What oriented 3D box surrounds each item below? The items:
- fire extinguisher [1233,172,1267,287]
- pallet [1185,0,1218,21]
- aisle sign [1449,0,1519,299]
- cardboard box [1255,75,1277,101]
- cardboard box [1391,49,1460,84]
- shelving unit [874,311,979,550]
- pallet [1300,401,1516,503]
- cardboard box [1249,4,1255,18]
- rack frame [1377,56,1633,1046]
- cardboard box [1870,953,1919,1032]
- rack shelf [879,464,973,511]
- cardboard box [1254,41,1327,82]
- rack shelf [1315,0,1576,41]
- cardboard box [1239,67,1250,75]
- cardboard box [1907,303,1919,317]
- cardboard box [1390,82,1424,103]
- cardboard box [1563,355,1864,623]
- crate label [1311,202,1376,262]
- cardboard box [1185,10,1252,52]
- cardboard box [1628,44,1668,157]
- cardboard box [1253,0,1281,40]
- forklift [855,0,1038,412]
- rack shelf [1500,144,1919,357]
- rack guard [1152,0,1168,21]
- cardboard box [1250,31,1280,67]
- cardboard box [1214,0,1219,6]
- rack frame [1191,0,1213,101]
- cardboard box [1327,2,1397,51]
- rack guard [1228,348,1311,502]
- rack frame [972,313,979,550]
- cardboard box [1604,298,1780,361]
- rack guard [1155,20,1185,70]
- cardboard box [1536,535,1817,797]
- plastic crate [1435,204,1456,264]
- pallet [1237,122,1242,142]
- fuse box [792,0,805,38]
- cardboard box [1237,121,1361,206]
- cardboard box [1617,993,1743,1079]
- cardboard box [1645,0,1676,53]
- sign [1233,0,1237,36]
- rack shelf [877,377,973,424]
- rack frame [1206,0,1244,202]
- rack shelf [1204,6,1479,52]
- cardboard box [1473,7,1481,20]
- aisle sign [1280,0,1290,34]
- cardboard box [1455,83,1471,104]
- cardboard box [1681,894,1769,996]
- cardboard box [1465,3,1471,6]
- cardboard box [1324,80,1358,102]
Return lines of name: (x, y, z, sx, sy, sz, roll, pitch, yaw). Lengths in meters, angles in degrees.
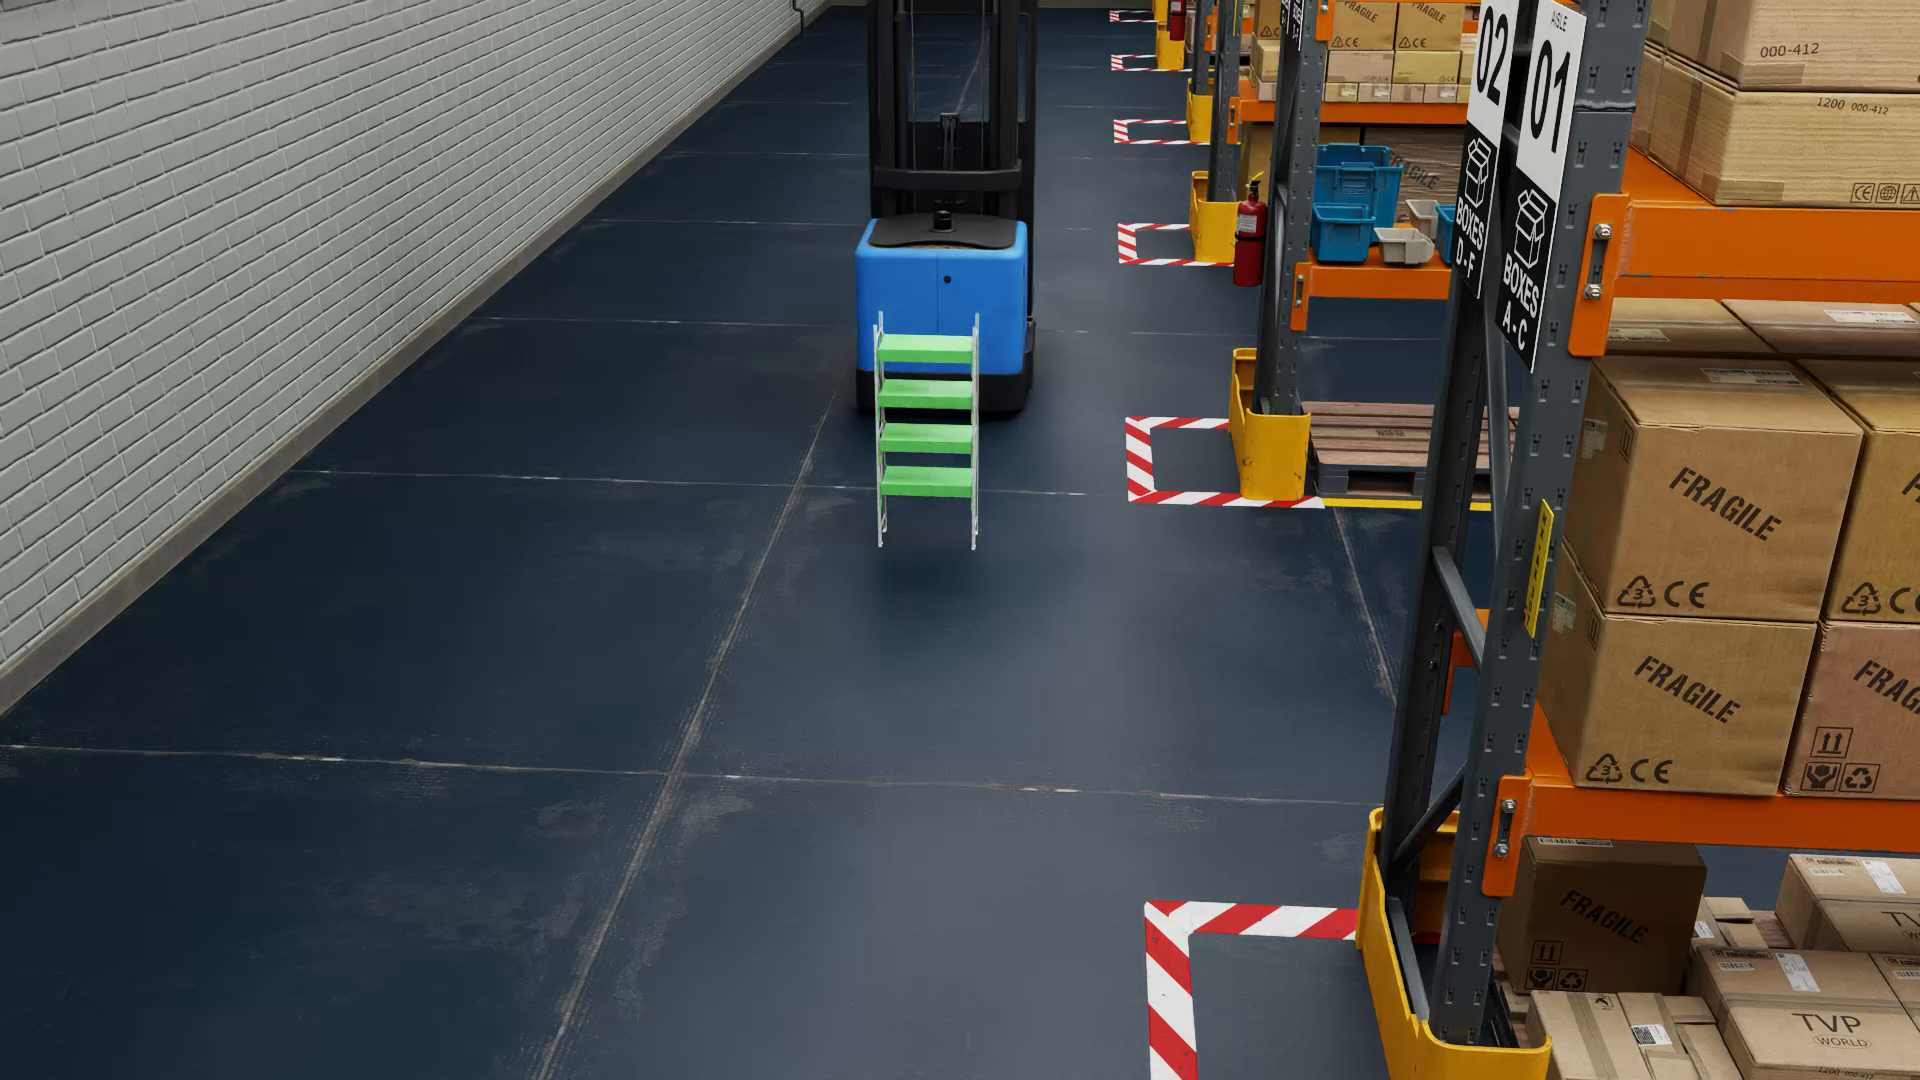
fire extinguisher: (1.690, -1.818, 9.651, 0.183, 0.674, 0.296, 2, 25, 4)
pallet: (4.190, -8.797, 27.616, 1.213, 0.211, 1.003, 2, 25, 4)
aisle sign: (1.378, -1.075, 4.387, 0.004, 0.787, 0.394, 2, 25, 4)
cardboard box: (2.513, -3.629, 13.350, 0.250, 0.149, 0.380, 2, 25, 5)
cardboard box: (3.662, -3.800, 13.244, 0.500, 0.250, 0.500, 1, 25, 2)
shelving unit: (-0.165, -0.550, 8.511, 0.503, 1.200, 0.258, 2, 25, 4)
pallet: (2.625, -0.519, 9.625, 1.213, 0.211, 1.003, 2, 25, 4)
cardboard box: (3.220, -5.704, 17.859, 0.250, 0.149, 0.380, 3, 25, 6)
rack frame: (1.423, 0.236, 4.648, 0.127, 3.000, 1.000, 2, 25, 4)
cardboard box: (2.940, 1.453, 4.767, 0.500, 0.250, 0.500, 2, 25, 4)
rack shelf: (-0.165, -0.274, 8.638, 0.480, 0.148, 0.258, 2, 25, 4)
cardboard box: (2.643, -3.832, 13.312, 0.500, 0.250, 0.500, 1, 25, 3)
rack shelf: (3.800, -2.800, 8.519, 4.000, 0.370, 1.077, 2, 25, 4)
cardboard box: (3.212, -5.211, 18.683, 0.250, 0.149, 0.380, 2, 25, 5)
cardboard box: (2.908, -0.333, 4.570, 0.500, 0.500, 0.500, 3, 25, 5)
cardboard box: (3.538, -3.597, 13.280, 0.250, 0.149, 0.380, 1, 25, 3)
cardboard box: (1.845, -0.139, 4.148, 0.500, 0.500, 0.500, 3, 25, 6)
crate label: (2.026, -1.634, 8.842, 0.303, 0.233, 0.416, 2, 25, 4)
cardboard box: (3.609, -7.070, 23.089, 0.875, 0.438, 0.875, 1, 25, 2)
cardboard box: (1.955, -1.152, 4.255, 0.500, 0.250, 0.500, 2, 25, 4)
cardboard box: (2.691, -4.394, 13.637, 0.500, 0.500, 0.500, 2, 25, 5)
forklift: (-0.035, -2.704, 11.121, 1.130, 2.935, 3.031, 2, 25, 3)
rack shelf: (3.417, -0.736, 4.032, 4.000, 0.370, 1.077, 2, 25, 4)
rack guard: (3.395, -8.954, 27.610, 0.348, 0.500, 1.175, 2, 25, 4)
cardboard box: (2.688, -4.055, 13.797, 0.500, 0.250, 0.500, 1, 25, 3)
cardboard box: (4.343, -8.898, 27.408, 0.250, 0.149, 0.380, 1, 25, 2)
rack frame: (2.665, -5.956, 18.106, 0.127, 3.000, 1.000, 2, 25, 4)
cardboard box: (3.141, -4.156, 13.120, 0.500, 0.500, 0.500, 1, 25, 3)
rack guard: (1.781, -0.688, 9.647, 0.348, 0.500, 1.175, 2, 25, 4)
rack frame: (0.078, -0.543, 8.494, 0.015, 1.200, 0.240, 2, 25, 4)
cardboard box: (1.887, -0.364, 4.636, 0.500, 0.500, 0.500, 2, 25, 4)
rack guard: (2.919, -6.888, 23.121, 0.348, 0.500, 1.175, 2, 25, 4)
cardboard box: (1.845, 0.315, 4.358, 0.500, 0.500, 0.500, 2, 25, 5)
plastic crate: (2.683, -1.613, 8.796, 0.300, 0.233, 0.416, 2, 25, 4)
pallet: (3.548, -4.646, 18.595, 1.213, 0.211, 1.003, 2, 25, 4)
fuse box: (-2.374, -8.479, 25.130, 0.414, 1.711, 0.539, 2, 25, 4)
cardboard box: (2.829, -3.131, 14.005, 0.875, 0.875, 0.875, 2, 25, 4)
cardboard box: (2.063, 1.488, 4.791, 0.250, 0.166, 0.380, 2, 25, 4)
cardboard box: (1.954, -1.375, 4.143, 0.500, 0.250, 0.500, 2, 25, 4)
sign: (2.136, -4.091, 12.921, 0.005, 0.325, 0.100, 2, 25, 4)
rack shelf: (-0.165, -0.710, 8.437, 0.480, 0.148, 0.258, 2, 25, 4)
rack frame: (2.185, -3.892, 13.621, 0.127, 3.000, 1.000, 2, 25, 4)
rack shelf: (4.659, -5.566, 18.118, 4.000, 0.370, 1.077, 2, 25, 4)
cardboard box: (5.572, -5.659, 17.760, 0.250, 0.149, 0.380, 1, 25, 3)
aisle sign: (1.756, -3.133, 8.861, 0.004, 0.787, 0.394, 2, 25, 4)
cardboard box: (4.047, -3.581, 13.244, 0.250, 0.149, 0.380, 1, 25, 3)
cardboard box: (2.380, 1.289, 5.224, 0.250, 0.166, 0.380, 2, 25, 4)
cardboard box: (5.136, -5.940, 17.596, 0.500, 0.500, 0.500, 2, 25, 4)
cardboard box: (3.025, -3.614, 13.316, 0.250, 0.149, 0.380, 1, 25, 3)
